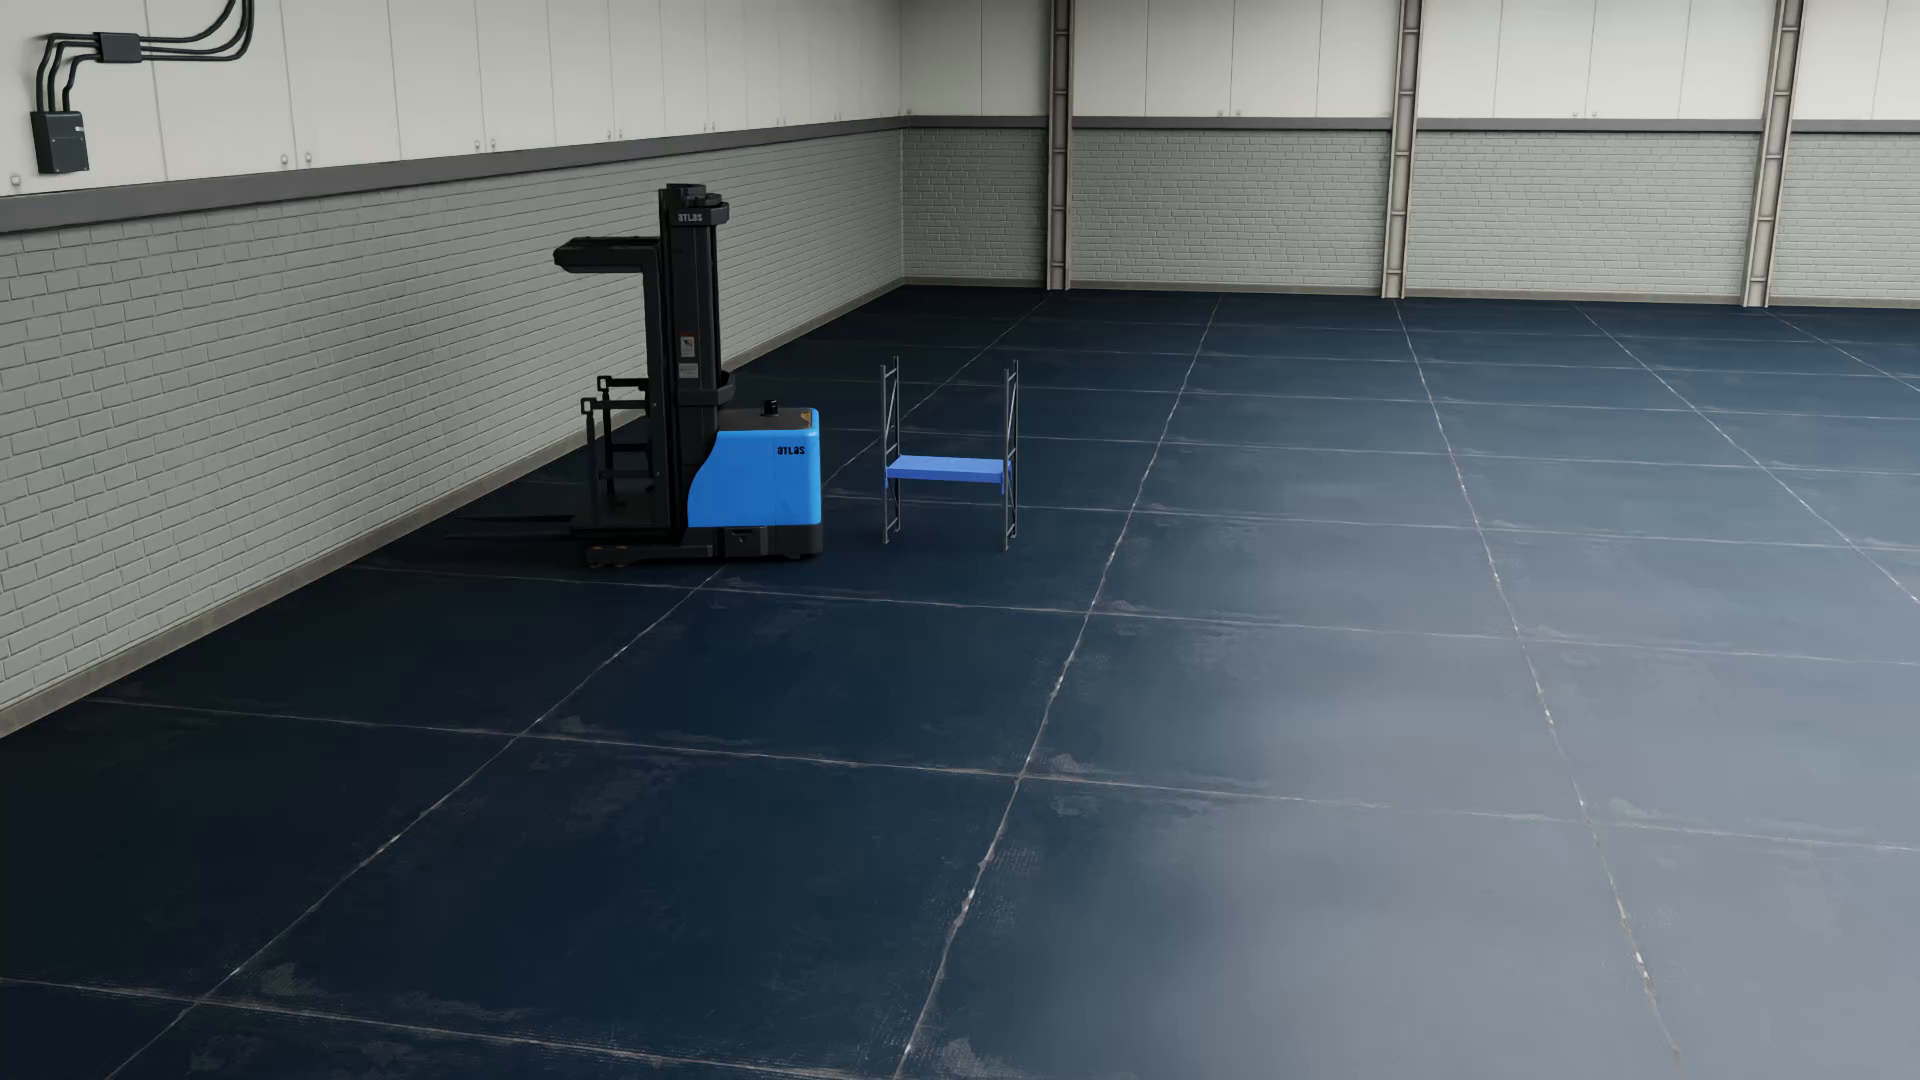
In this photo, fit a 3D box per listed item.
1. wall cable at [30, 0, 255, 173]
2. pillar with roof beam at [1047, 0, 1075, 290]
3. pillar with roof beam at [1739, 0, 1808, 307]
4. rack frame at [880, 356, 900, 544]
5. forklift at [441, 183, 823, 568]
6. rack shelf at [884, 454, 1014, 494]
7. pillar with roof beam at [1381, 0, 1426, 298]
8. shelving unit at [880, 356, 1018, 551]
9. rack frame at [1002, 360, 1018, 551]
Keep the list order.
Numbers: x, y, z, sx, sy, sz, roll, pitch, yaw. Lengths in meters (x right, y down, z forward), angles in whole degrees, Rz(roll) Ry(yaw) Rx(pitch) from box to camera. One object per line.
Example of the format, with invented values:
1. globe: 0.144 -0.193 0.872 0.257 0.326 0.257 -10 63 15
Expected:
1. wall cable: -5.172 -5.369 10.145 0.169 6.003 2.305 3 16 11
2. pillar with roof beam: 0.963 -7.859 25.505 0.400 9.000 9.100 3 16 11
3. pillar with roof beam: 12.723 -7.220 23.200 0.400 9.000 9.100 3 16 11
4. rack frame: -0.582 -0.754 13.906 0.032 1.500 0.500 3 16 11
5. forklift: -2.650 -1.340 13.339 3.031 2.935 1.130 -1 16 -5
6. rack shelf: -0.084 -0.554 13.856 1.000 0.185 0.538 3 16 11
7. pillar with roof beam: 6.843 -7.539 24.353 0.400 9.000 9.100 3 16 11
8. shelving unit: -0.084 -0.727 13.808 1.048 1.500 0.538 3 16 11
9. rack frame: 0.415 -0.700 13.711 0.032 1.500 0.500 3 16 11
